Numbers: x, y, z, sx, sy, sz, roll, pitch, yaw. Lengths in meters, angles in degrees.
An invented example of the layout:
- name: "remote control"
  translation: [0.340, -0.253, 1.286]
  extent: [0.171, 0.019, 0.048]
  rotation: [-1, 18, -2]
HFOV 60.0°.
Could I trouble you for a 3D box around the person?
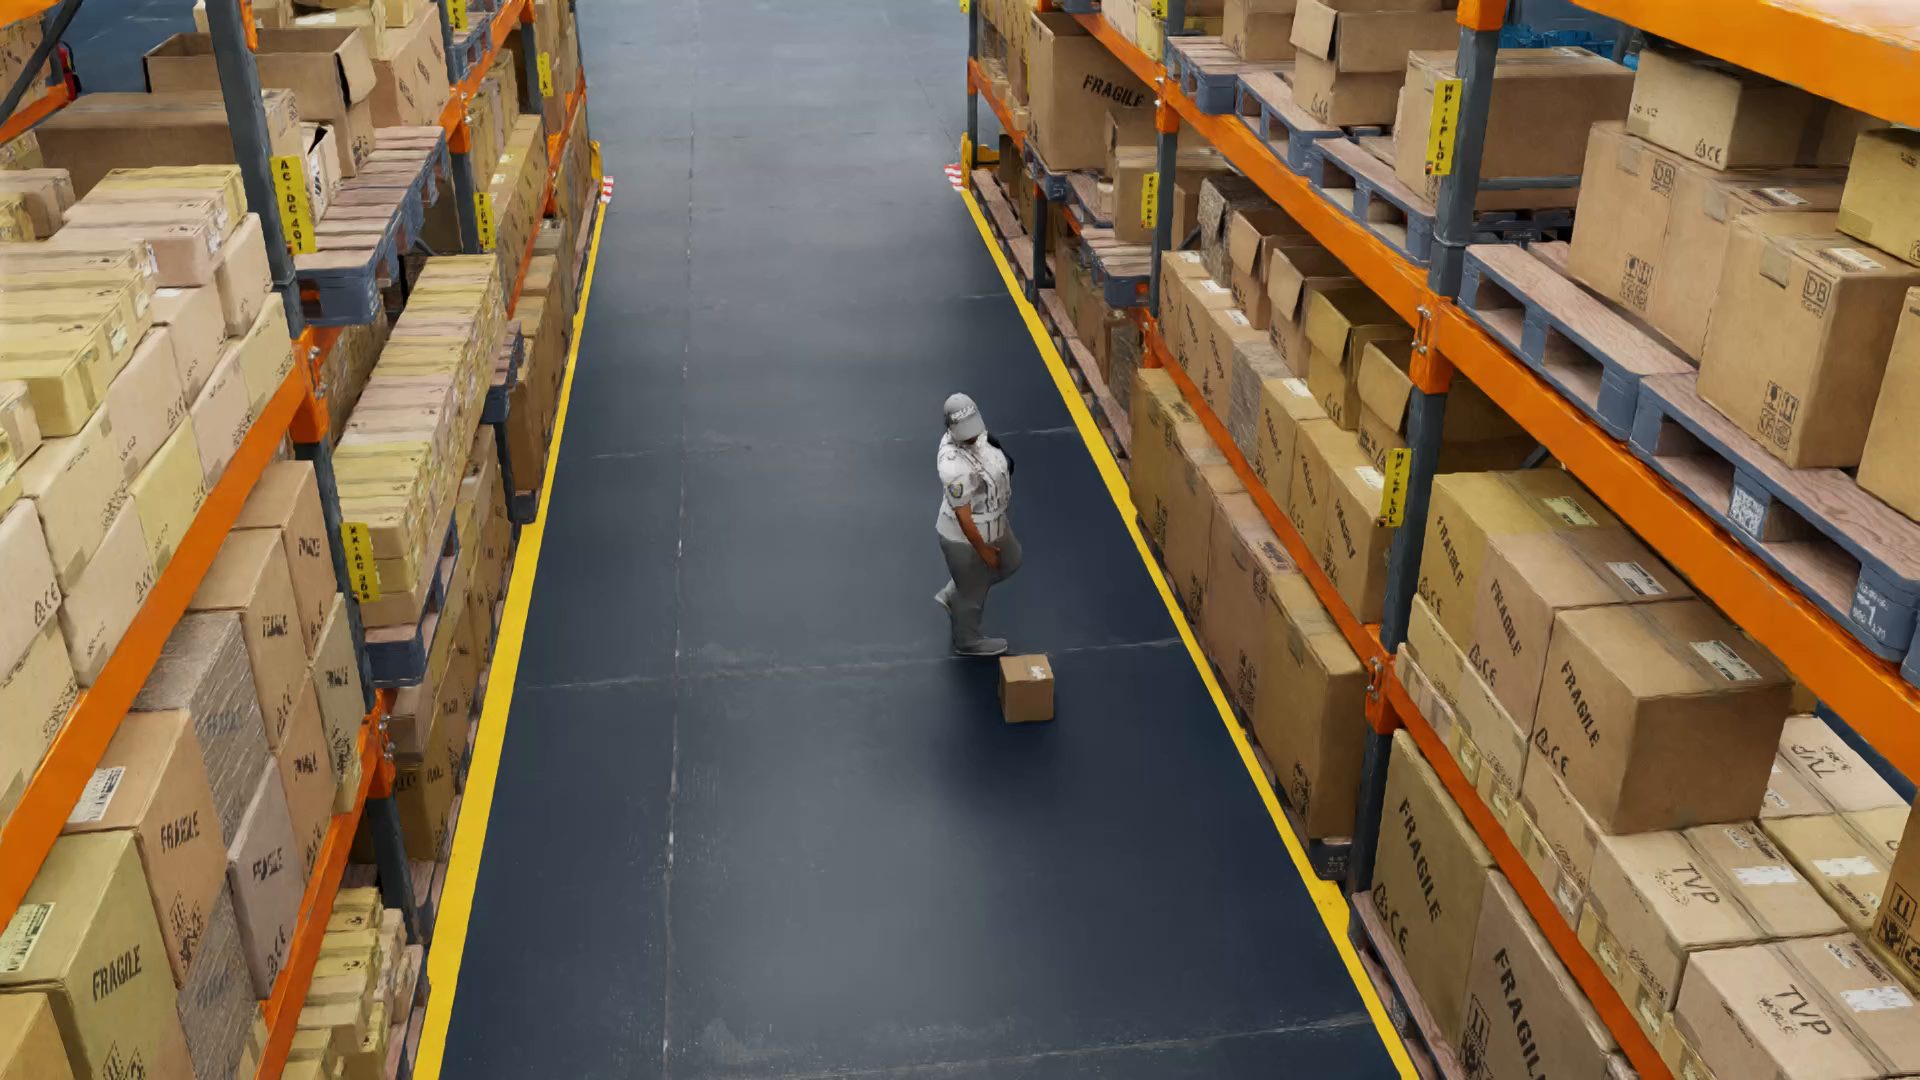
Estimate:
- name: "person"
  translation: [0.065, -0.072, 8.783]
  extent: [0.486, 1.622, 0.639]
  rotation: [4, 28, 9]
